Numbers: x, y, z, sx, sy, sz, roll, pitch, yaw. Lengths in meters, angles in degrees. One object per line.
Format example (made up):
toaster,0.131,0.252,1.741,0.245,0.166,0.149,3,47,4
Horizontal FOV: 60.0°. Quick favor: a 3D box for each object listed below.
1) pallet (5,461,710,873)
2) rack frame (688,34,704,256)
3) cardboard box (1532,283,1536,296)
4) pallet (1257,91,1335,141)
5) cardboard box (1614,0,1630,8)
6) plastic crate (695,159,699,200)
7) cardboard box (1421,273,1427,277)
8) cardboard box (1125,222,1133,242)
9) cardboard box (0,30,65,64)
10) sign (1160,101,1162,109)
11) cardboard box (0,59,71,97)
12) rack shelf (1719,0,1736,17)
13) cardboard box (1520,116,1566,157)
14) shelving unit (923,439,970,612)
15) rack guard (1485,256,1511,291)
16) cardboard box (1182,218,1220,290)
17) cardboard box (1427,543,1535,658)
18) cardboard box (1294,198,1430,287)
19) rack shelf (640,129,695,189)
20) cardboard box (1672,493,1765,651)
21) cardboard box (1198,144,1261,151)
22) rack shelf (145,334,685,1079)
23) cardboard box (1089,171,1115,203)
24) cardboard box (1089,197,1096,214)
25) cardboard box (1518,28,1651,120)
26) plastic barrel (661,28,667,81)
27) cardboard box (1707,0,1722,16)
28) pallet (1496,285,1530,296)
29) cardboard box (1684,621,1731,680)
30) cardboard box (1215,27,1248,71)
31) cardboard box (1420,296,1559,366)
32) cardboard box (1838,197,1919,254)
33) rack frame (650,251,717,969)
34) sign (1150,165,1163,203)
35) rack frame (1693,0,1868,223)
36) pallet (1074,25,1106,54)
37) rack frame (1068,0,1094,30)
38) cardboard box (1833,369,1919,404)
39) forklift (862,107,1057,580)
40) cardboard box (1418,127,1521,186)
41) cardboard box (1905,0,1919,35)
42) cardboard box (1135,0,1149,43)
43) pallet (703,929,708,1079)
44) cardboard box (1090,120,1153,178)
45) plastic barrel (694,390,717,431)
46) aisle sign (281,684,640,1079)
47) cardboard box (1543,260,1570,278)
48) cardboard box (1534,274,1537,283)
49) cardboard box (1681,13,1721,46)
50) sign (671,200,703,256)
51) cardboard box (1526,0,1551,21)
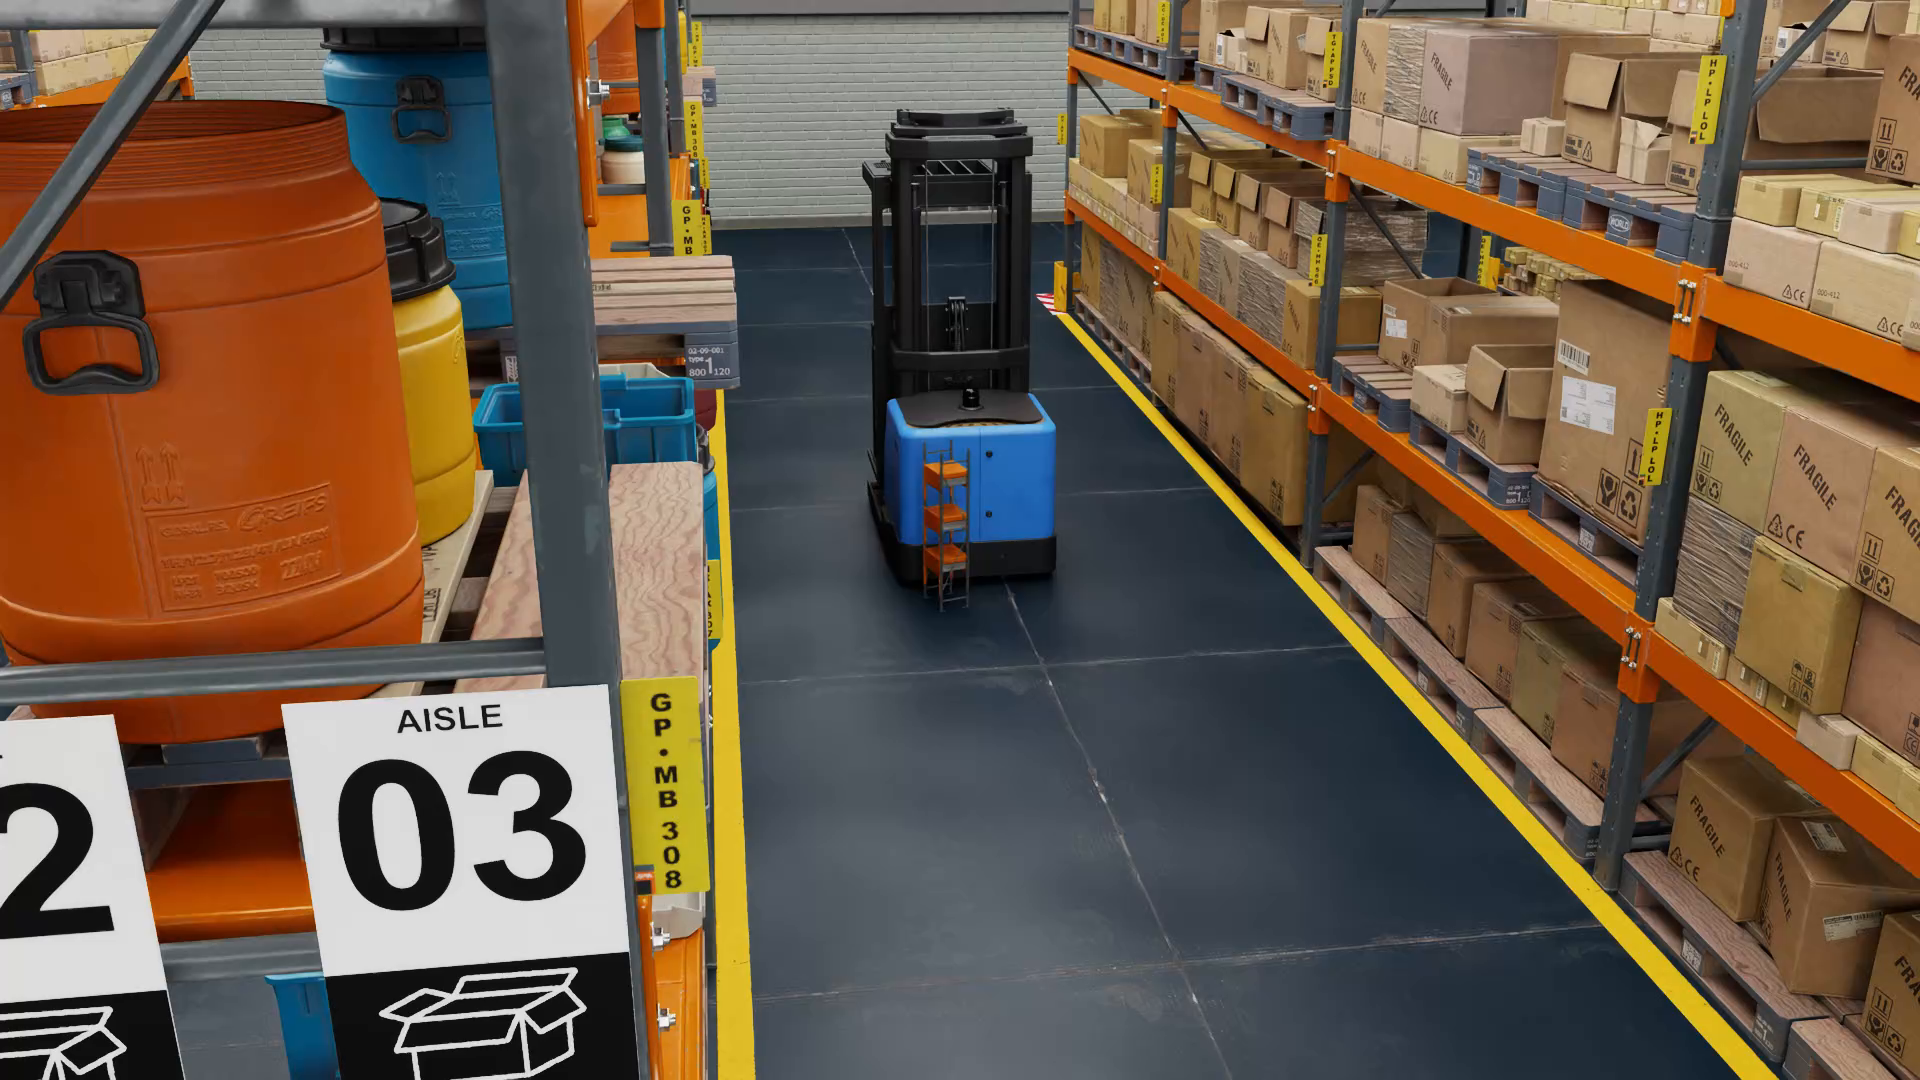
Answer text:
pallet,-0.962,0.161,2.980,1.003,0.211,1.213,-3,21,-8
rack frame,-3.246,-3.770,17.523,1.000,3.000,0.127,-3,21,-8
cardboard box,6.498,-2.727,18.204,0.380,0.149,0.250,-3,21,-7
pallet,2.663,-2.787,10.874,1.213,0.211,1.003,-2,21,-5
cardboard box,6.570,-5.234,16.085,0.380,0.149,0.250,-3,21,-9
plastic crate,-3.013,-3.708,17.222,0.616,0.435,0.499,-3,21,-8
cardboard box,2.931,-1.657,11.724,0.500,0.500,0.500,-3,21,-9
cardboard box,1.752,-2.873,15.482,0.380,0.149,0.250,-3,21,-7
cardboard box,-7.396,-3.887,13.048,0.500,0.250,0.500,-3,21,-8
sign,2.194,-4.696,18.009,0.100,0.325,0.005,-3,21,-8
cardboard box,-7.397,-3.652,13.136,0.500,0.250,0.500,-3,21,-8
rack shelf,3.097,-2.844,8.068,1.077,0.370,4.000,-3,21,-8
cardboard box,3.016,-2.002,8.235,0.380,0.166,0.250,-3,21,-9
shelving unit,-0.086,-0.090,10.455,0.215,1.050,0.252,-9,22,-24
rack guard,6.589,-3.038,19.135,1.175,0.500,0.348,-3,21,-8
cardboard box,2.124,-2.336,13.541,0.500,0.500,0.500,-3,21,-8
cardboard box,3.106,0.333,9.481,0.700,0.500,0.500,-1,21,-3
cardboard box,2.719,-2.021,11.263,0.797,0.503,0.637,-2,21,-6
rack shelf,-2.381,-2.761,11.562,1.077,0.370,4.000,-3,21,-8
cardboard box,3.389,0.108,6.573,0.875,0.500,0.500,-3,21,-8
cardboard box,2.416,-3.234,14.806,0.500,0.500,0.500,-3,21,-8
rack shelf,-1.228,0.009,4.146,1.077,0.370,4.000,-3,21,-8
cardboard box,1.607,-3.555,16.738,0.500,0.250,0.500,-4,21,-10
cardboard box,1.530,-3.407,16.910,0.380,0.149,0.250,-3,21,-9
cardboard box,3.265,-2.435,8.803,0.500,0.500,0.500,-3,21,-7
plastic barrel,-2.272,-3.639,11.568,0.600,0.901,0.708,-3,21,-8
cardboard box,6.838,-4.701,14.658,0.380,0.149,0.250,-4,21,-10
pallet,6.671,-2.619,18.428,1.003,0.211,1.213,-3,21,-8
cardboard box,3.141,0.429,6.639,0.380,0.149,0.250,-3,21,-8
cardboard box,2.301,-3.811,12.872,0.500,0.311,0.500,-4,21,-10
cardboard box,3.105,-1.121,9.686,0.700,0.500,0.500,0,20,0
cardboard box,3.251,-1.075,5.664,0.380,0.149,0.250,-3,21,-7
rack frame,-1.516,0.385,6.399,1.000,3.000,0.127,-3,21,-8
sign,1.683,-3.049,14.243,0.100,0.325,0.005,-3,21,-8
rack frame,3.385,-2.676,6.019,1.000,3.000,0.127,-3,21,-8
pallet,1.772,-5.127,16.997,1.003,0.211,1.213,-3,21,-8
rack frame,1.655,-6.830,17.143,1.000,3.000,0.127,-3,21,-8
cardboard box,3.722,-0.378,6.444,0.500,0.500,0.500,-3,21,-8
forklift,-0.093,-1.591,11.787,1.130,2.935,3.031,-3,21,-8
cardboard box,2.781,-2.054,8.856,0.500,0.250,0.500,-2,21,-7
cardboard box,7.210,-3.847,12.206,0.396,0.266,0.258,-3,21,-8
cardboard box,1.986,-4.785,15.067,0.700,0.500,0.500,-2,21,-5
pallet,-1.461,1.926,6.259,1.003,0.211,1.213,-3,21,-8
cardboard box,1.610,-3.908,16.611,0.500,0.500,0.500,-3,21,-9
plastic barrel,-1.726,-0.919,9.694,0.600,0.536,0.708,-3,21,-8
aisle sign,-0.640,0.562,2.209,0.394,0.787,0.004,-3,21,-8
cardboard box,6.503,-2.912,17.849,0.380,0.149,0.250,-4,21,-10
cardboard box,6.506,-2.863,18.145,0.380,0.149,0.250,-3,21,-7
cardboard box,6.836,-4.566,14.868,0.500,0.250,0.500,-4,21,-10
sign,-0.970,-1.049,5.937,0.100,0.325,0.005,-3,21,-8
cardboard box,6.385,-5.636,17.731,0.500,0.250,0.500,-3,21,-7
